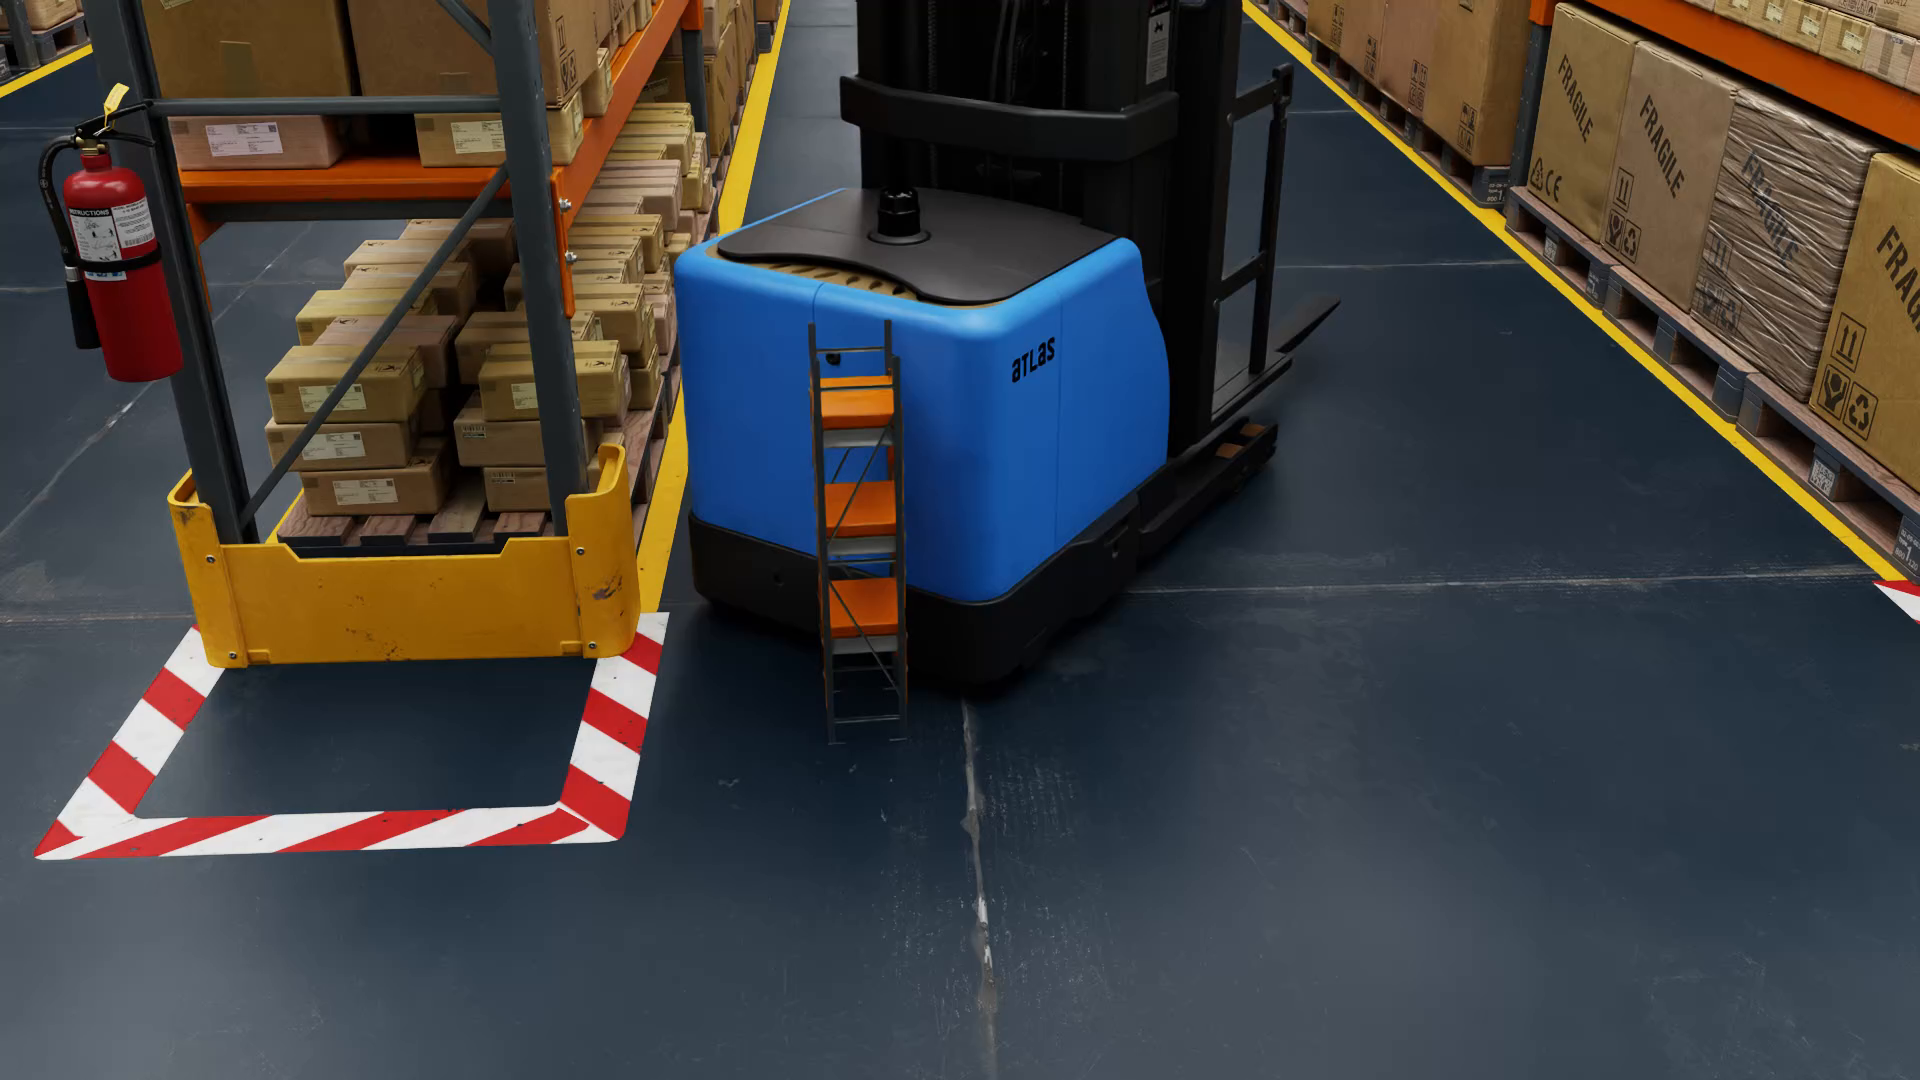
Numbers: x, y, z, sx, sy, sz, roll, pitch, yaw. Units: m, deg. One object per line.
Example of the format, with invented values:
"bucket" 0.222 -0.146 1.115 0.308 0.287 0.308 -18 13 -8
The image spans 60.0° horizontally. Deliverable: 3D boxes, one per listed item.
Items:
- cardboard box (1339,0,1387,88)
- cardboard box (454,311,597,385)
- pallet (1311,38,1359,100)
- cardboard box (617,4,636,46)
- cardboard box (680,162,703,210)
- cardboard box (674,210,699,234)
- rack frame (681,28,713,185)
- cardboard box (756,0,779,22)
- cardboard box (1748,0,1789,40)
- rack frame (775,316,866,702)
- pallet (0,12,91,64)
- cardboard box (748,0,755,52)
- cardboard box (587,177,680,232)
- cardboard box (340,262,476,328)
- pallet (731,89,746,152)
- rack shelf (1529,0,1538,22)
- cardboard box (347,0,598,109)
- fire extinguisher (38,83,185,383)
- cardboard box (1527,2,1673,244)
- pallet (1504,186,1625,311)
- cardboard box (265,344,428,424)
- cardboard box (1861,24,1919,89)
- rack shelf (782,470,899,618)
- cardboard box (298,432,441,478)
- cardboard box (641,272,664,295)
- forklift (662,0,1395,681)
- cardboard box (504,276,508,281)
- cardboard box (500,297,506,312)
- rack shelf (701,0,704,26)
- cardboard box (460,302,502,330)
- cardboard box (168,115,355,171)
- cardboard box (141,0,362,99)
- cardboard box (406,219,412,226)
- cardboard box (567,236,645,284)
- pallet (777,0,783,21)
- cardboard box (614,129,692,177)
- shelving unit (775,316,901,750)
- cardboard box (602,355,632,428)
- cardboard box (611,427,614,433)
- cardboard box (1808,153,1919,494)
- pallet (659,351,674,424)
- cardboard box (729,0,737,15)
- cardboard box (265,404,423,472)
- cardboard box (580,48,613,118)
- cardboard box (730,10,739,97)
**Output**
"cardboard box" 3.085 -3.315 10.205 1.225 0.875 0.875 -1 28 -2
"cardboard box" -1.332 -0.595 5.132 0.380 0.149 0.250 -1 28 -2
"pallet" 2.997 -3.199 11.156 1.003 0.211 1.213 -1 28 -3
"cardboard box" -1.332 -1.799 5.728 0.380 0.149 0.250 0 28 -1
"cardboard box" -1.326 -1.550 7.284 0.380 0.149 0.250 -2 28 -4
"cardboard box" -1.349 -1.388 7.296 0.380 0.149 0.250 -2 28 -4
"rack frame" -1.718 -2.881 7.531 1.000 3.000 0.127 -1 28 -3
"cardboard box" -1.869 -4.201 12.039 1.050 0.750 0.750 -2 28 -3
"cardboard box" 3.022 -1.858 5.841 0.380 0.149 0.250 -1 28 -2
"rack frame" -0.346 -0.055 4.220 0.200 1.050 0.008 -12 30 -21
"pallet" -6.905 -3.687 12.091 1.003 0.211 1.213 -1 28 -3
"cardboard box" -1.632 -3.509 10.983 0.500 0.500 0.500 -2 28 -3
"cardboard box" -1.298 -1.309 6.501 0.380 0.149 0.250 -2 28 -4
"cardboard box" -1.837 -0.813 5.551 0.380 0.149 0.250 -2 28 -5
"pallet" -1.827 -2.569 9.948 1.003 0.211 1.213 -1 28 -3
"rack shelf" 3.136 -3.559 9.608 1.077 0.370 4.000 -1 28 -3
"cardboard box" -1.257 -1.424 4.307 0.500 0.500 0.500 0 28 0
"fire extinguisher" -1.957 -0.707 3.849 0.296 0.674 0.183 -1 28 -3
"cardboard box" 3.195 -1.892 7.477 0.875 0.875 0.875 -1 28 -3
"pallet" 3.202 -1.365 7.639 1.003 0.211 1.213 -1 28 -3
"cardboard box" -1.790 -0.458 4.871 0.380 0.149 0.250 -1 28 -2
"cardboard box" 3.062 -1.504 5.162 0.380 0.149 0.250 -1 28 -2
"rack shelf" -0.297 0.006 4.126 0.215 0.259 0.240 -12 30 -21
"cardboard box" -1.860 -0.311 5.231 0.380 0.149 0.250 -1 28 -1
"cardboard box" -1.311 -0.920 6.399 0.380 0.149 0.250 -1 28 -3
"forklift" 0.490 -1.542 5.036 1.130 2.935 3.031 20 34 34
"cardboard box" -1.928 -1.049 6.325 0.380 0.149 0.250 -1 28 -2
"cardboard box" -1.884 -0.791 6.152 0.380 0.149 0.250 -1 28 -2
"rack shelf" -1.823 -3.486 9.468 1.077 0.370 4.000 -1 28 -3
"cardboard box" -1.762 -0.691 5.639 0.380 0.149 0.250 -2 28 -3
"cardboard box" -1.809 -1.066 4.323 0.380 0.149 0.250 -1 28 -3
"cardboard box" -1.790 -1.412 4.283 0.500 0.500 0.500 -1 28 -2
"cardboard box" -1.851 -1.181 6.256 0.380 0.149 0.250 -1 28 -2
"cardboard box" -1.318 -0.955 5.822 0.380 0.149 0.250 0 28 -1
"pallet" -1.954 -4.420 13.496 1.003 0.211 1.213 -1 28 -3
"cardboard box" -1.367 -1.677 7.208 0.380 0.149 0.250 -2 28 -3
"shelving unit" -0.297 -0.004 4.121 0.215 1.050 0.252 -12 30 -21
"cardboard box" -1.238 -0.464 5.203 0.380 0.149 0.250 -2 28 -3
"cardboard box" -1.333 -0.439 5.477 0.380 0.149 0.250 -1 28 -2
"cardboard box" 3.336 -0.645 5.086 0.875 0.875 0.875 -1 28 -3
"pallet" -1.581 -0.771 6.500 1.003 0.211 1.213 -1 28 -3
"cardboard box" -1.546 -3.121 9.428 0.500 0.250 0.500 0 28 -1
"cardboard box" -1.822 -0.325 4.936 0.380 0.149 0.250 -2 28 -4
"cardboard box" -1.214 -1.322 4.813 0.380 0.149 0.250 -2 28 -4
"cardboard box" -1.562 -2.793 9.610 0.500 0.500 0.500 -1 28 -2
